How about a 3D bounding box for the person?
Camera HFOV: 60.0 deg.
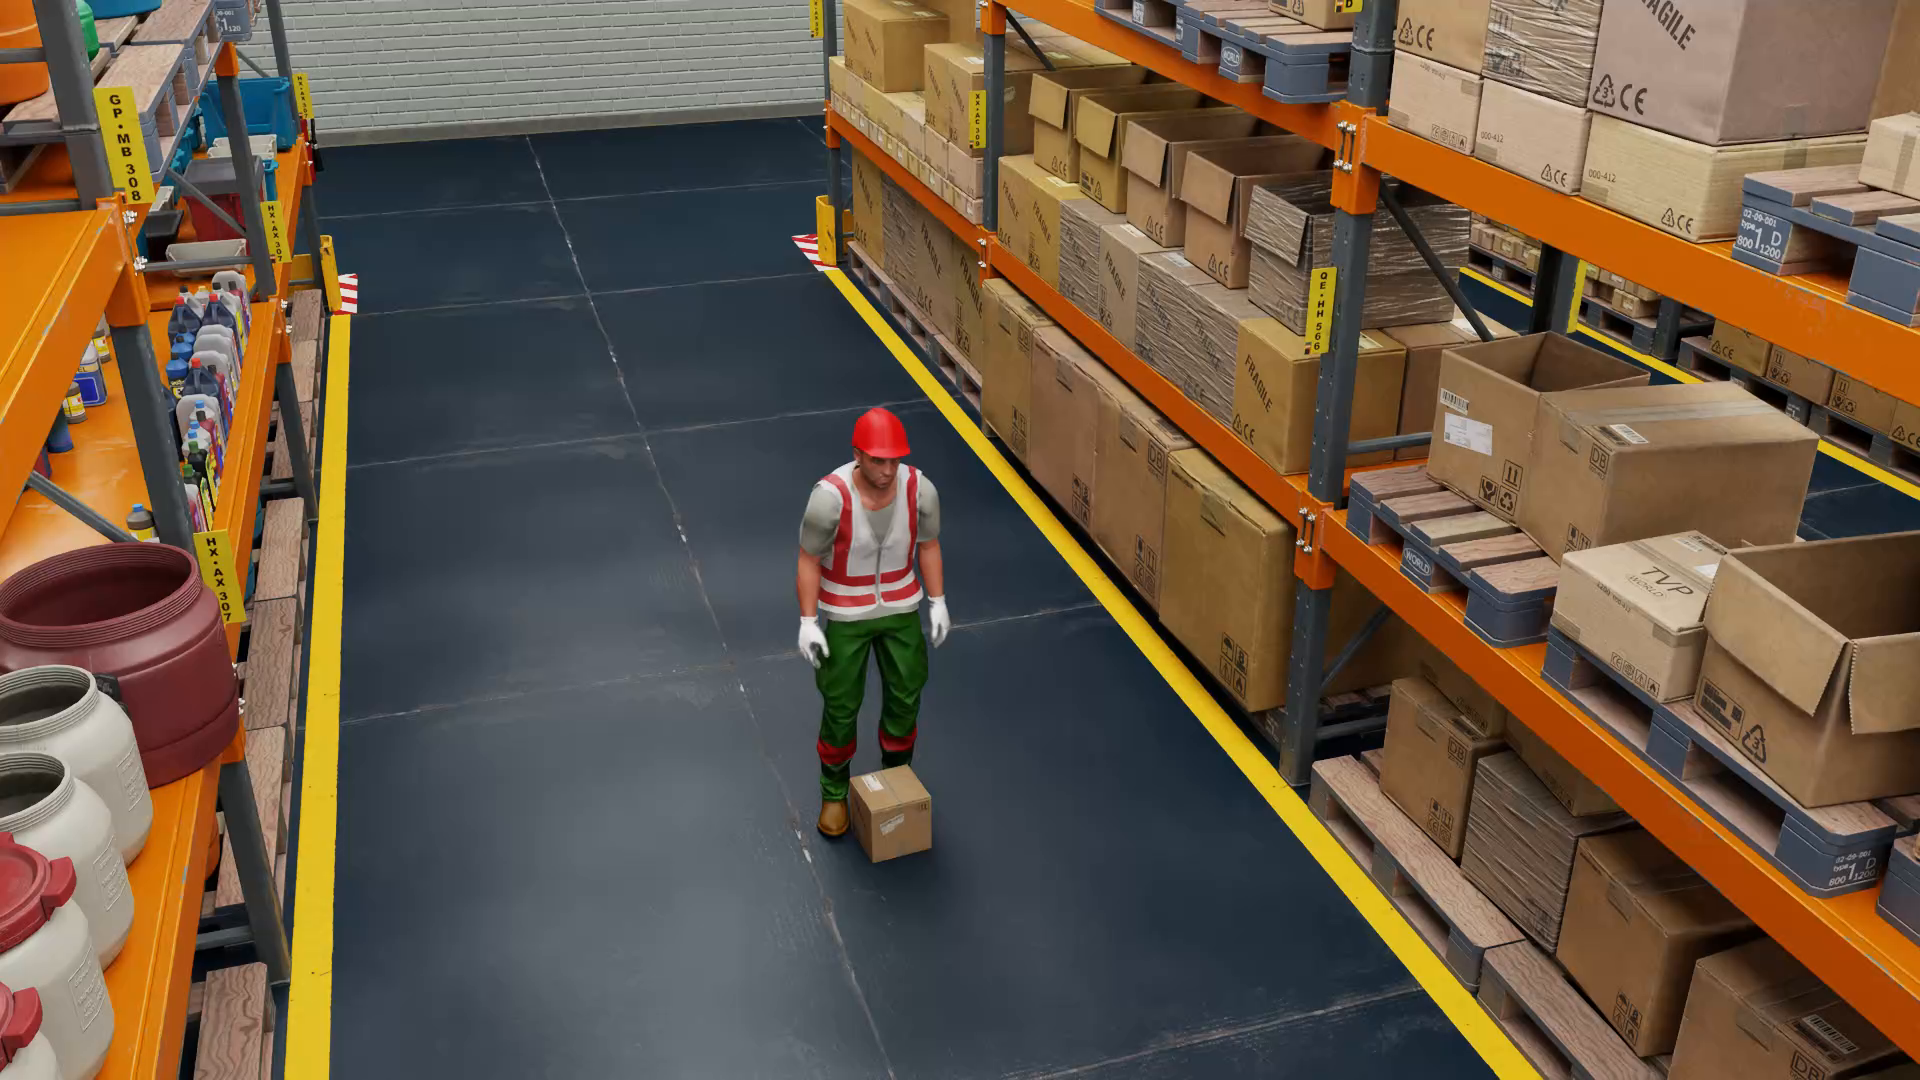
[{"bbox_3d":[-0.334,0.306,6.472,0.619,1.779,0.454,-9,27,-17],"label":"person"}]
